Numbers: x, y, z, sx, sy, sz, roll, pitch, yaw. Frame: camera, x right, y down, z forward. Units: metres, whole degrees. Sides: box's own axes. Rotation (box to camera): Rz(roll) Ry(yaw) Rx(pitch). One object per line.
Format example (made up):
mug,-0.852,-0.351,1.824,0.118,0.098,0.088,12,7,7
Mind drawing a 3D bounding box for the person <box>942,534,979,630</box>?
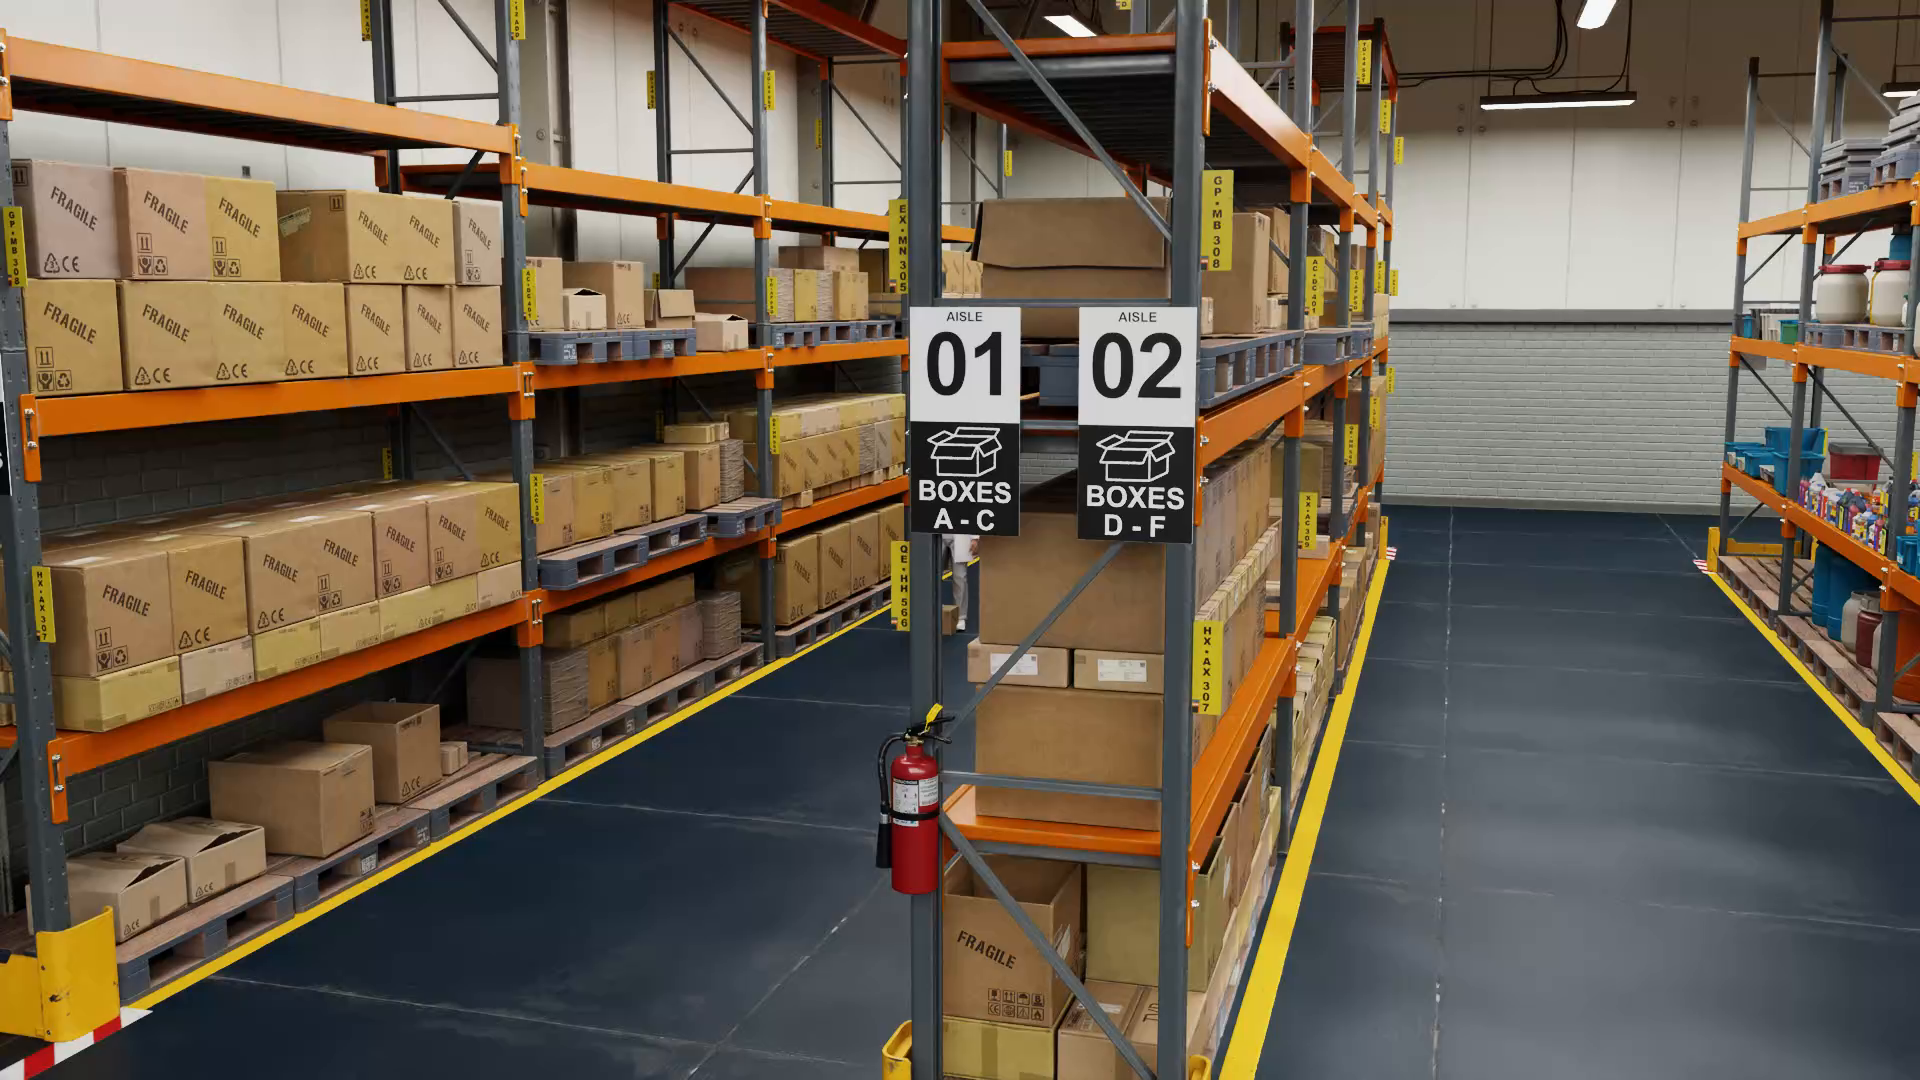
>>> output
person,-0.097,-0.005,16.418,0.652,1.773,0.426,2,8,13
